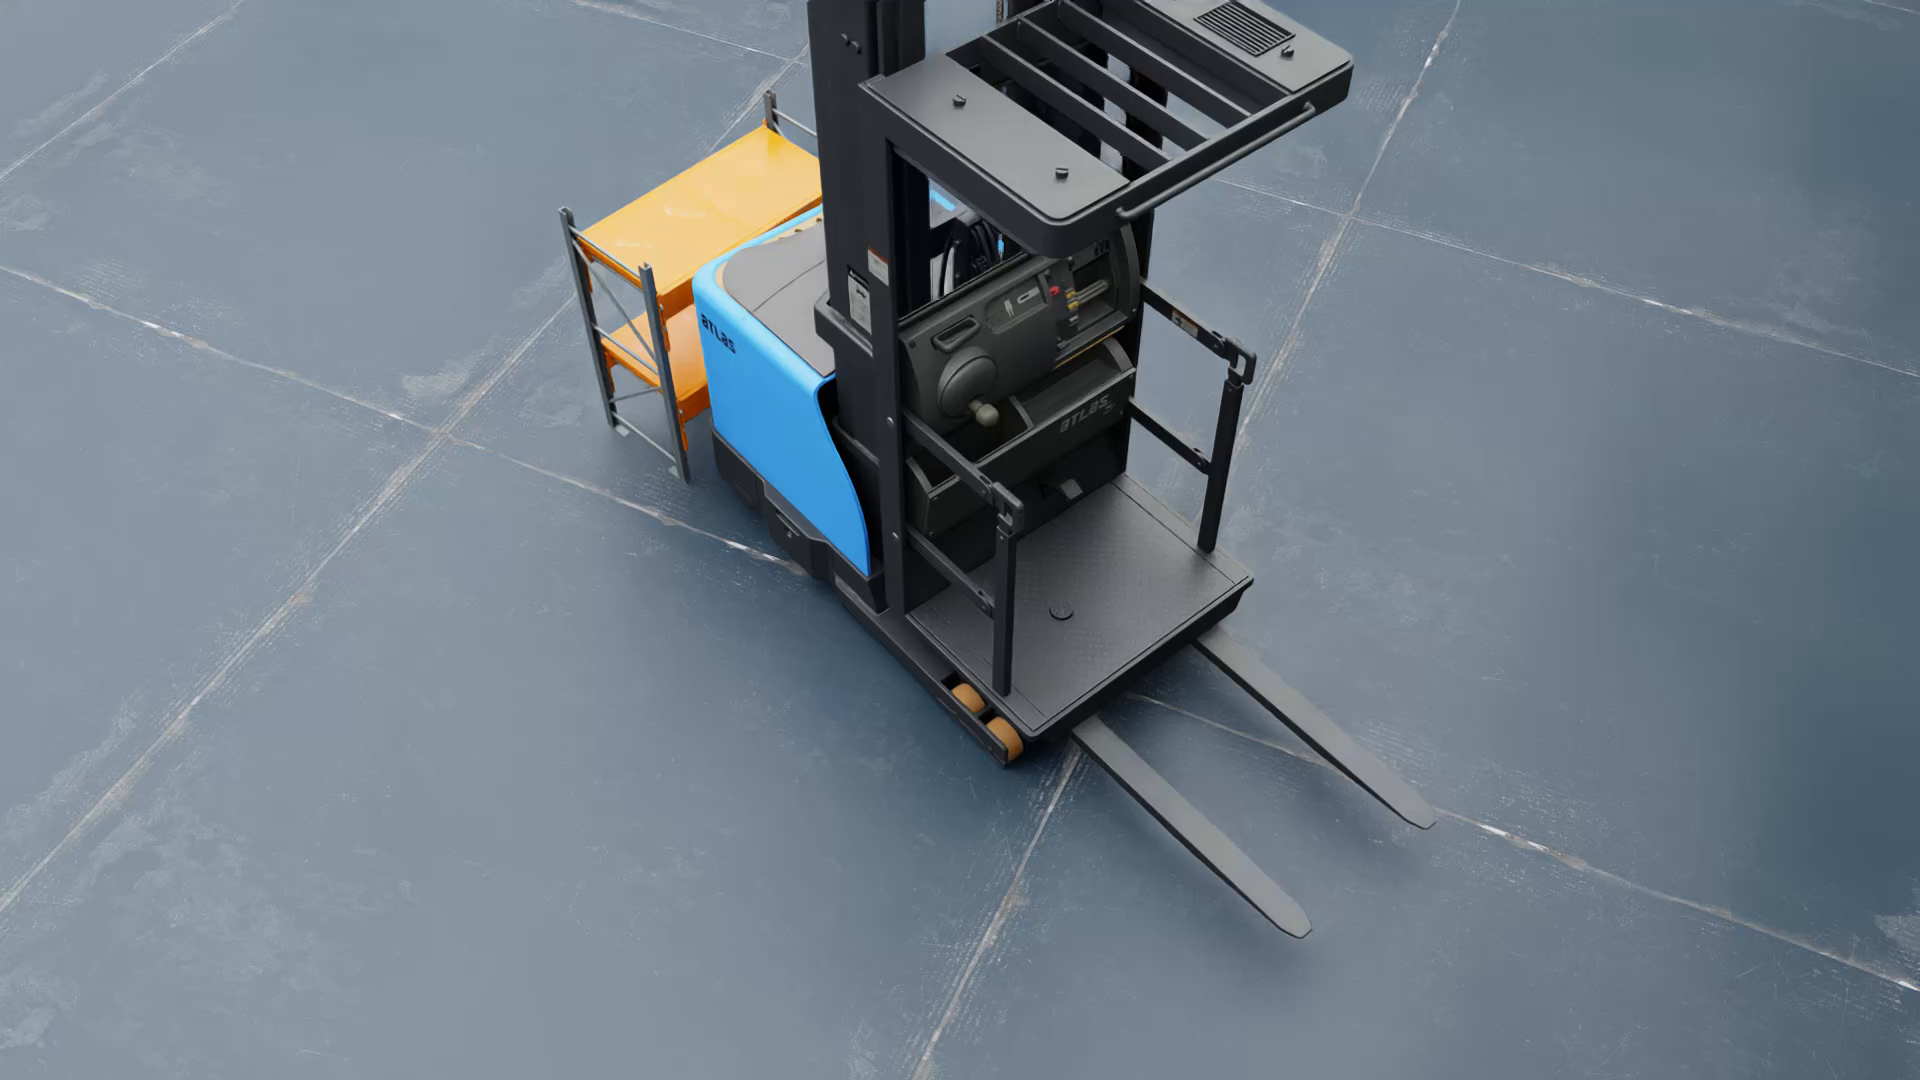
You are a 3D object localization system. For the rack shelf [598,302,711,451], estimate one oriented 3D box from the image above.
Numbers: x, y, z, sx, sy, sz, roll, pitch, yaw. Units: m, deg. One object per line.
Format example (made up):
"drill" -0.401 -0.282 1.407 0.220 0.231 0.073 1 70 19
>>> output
"rack shelf" -0.938 -0.854 6.873 0.538 0.278 1.000 35 58 26

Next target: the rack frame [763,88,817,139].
"rack frame" -0.591 -1.294 6.927 0.500 1.125 0.032 35 58 26

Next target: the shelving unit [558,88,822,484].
"shelving unit" -0.939 -1.012 6.687 0.538 1.125 1.048 35 58 26

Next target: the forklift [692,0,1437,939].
"forklift" 0.348 -0.600 5.151 1.130 2.935 3.031 -33 57 -25

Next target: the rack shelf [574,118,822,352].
"rack shelf" -0.939 -1.202 6.464 0.538 0.278 1.000 35 58 26

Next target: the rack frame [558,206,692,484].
"rack frame" -1.287 -0.730 6.447 0.500 1.125 0.032 35 58 26
